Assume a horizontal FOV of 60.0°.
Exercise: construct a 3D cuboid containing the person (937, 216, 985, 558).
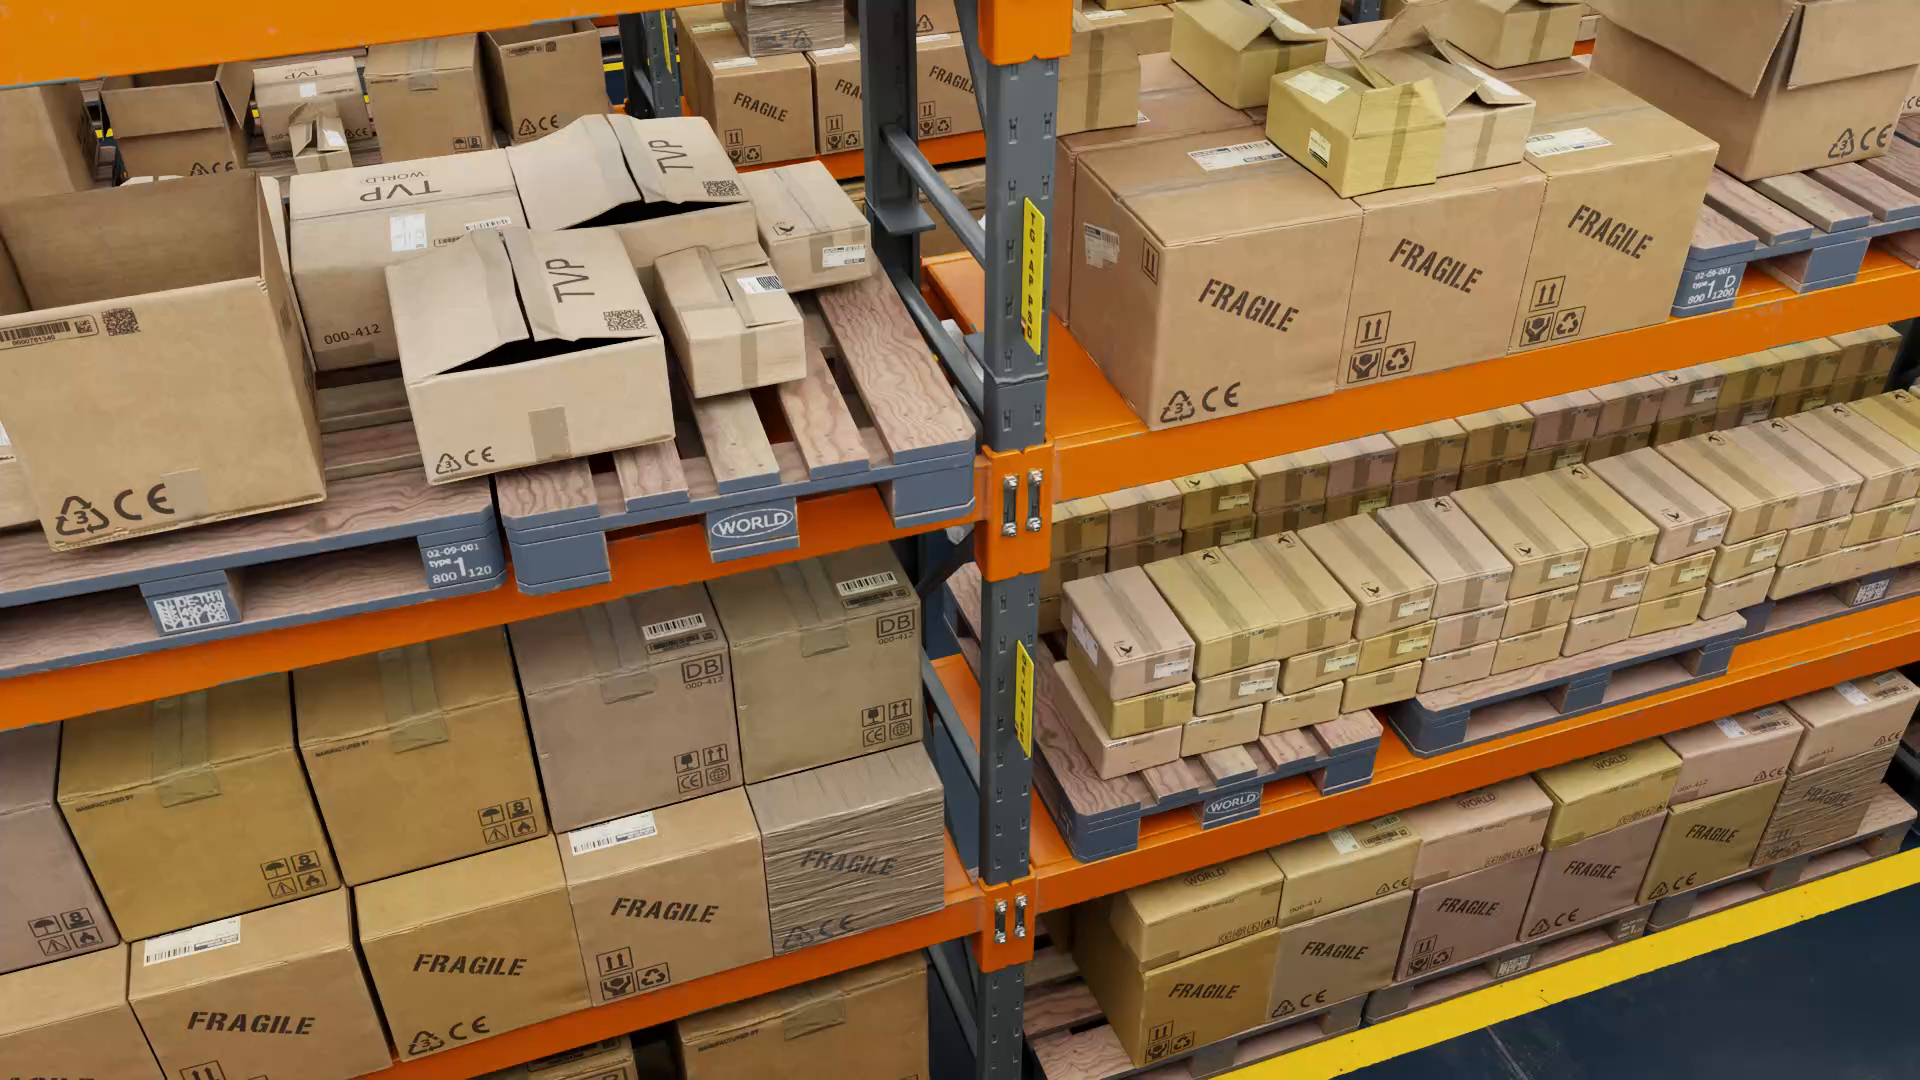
[{"bbox_3d":[0.152,-0.698,7.681,0.564,1.764,0.370,-12,39,-15],"label":"person"}]
